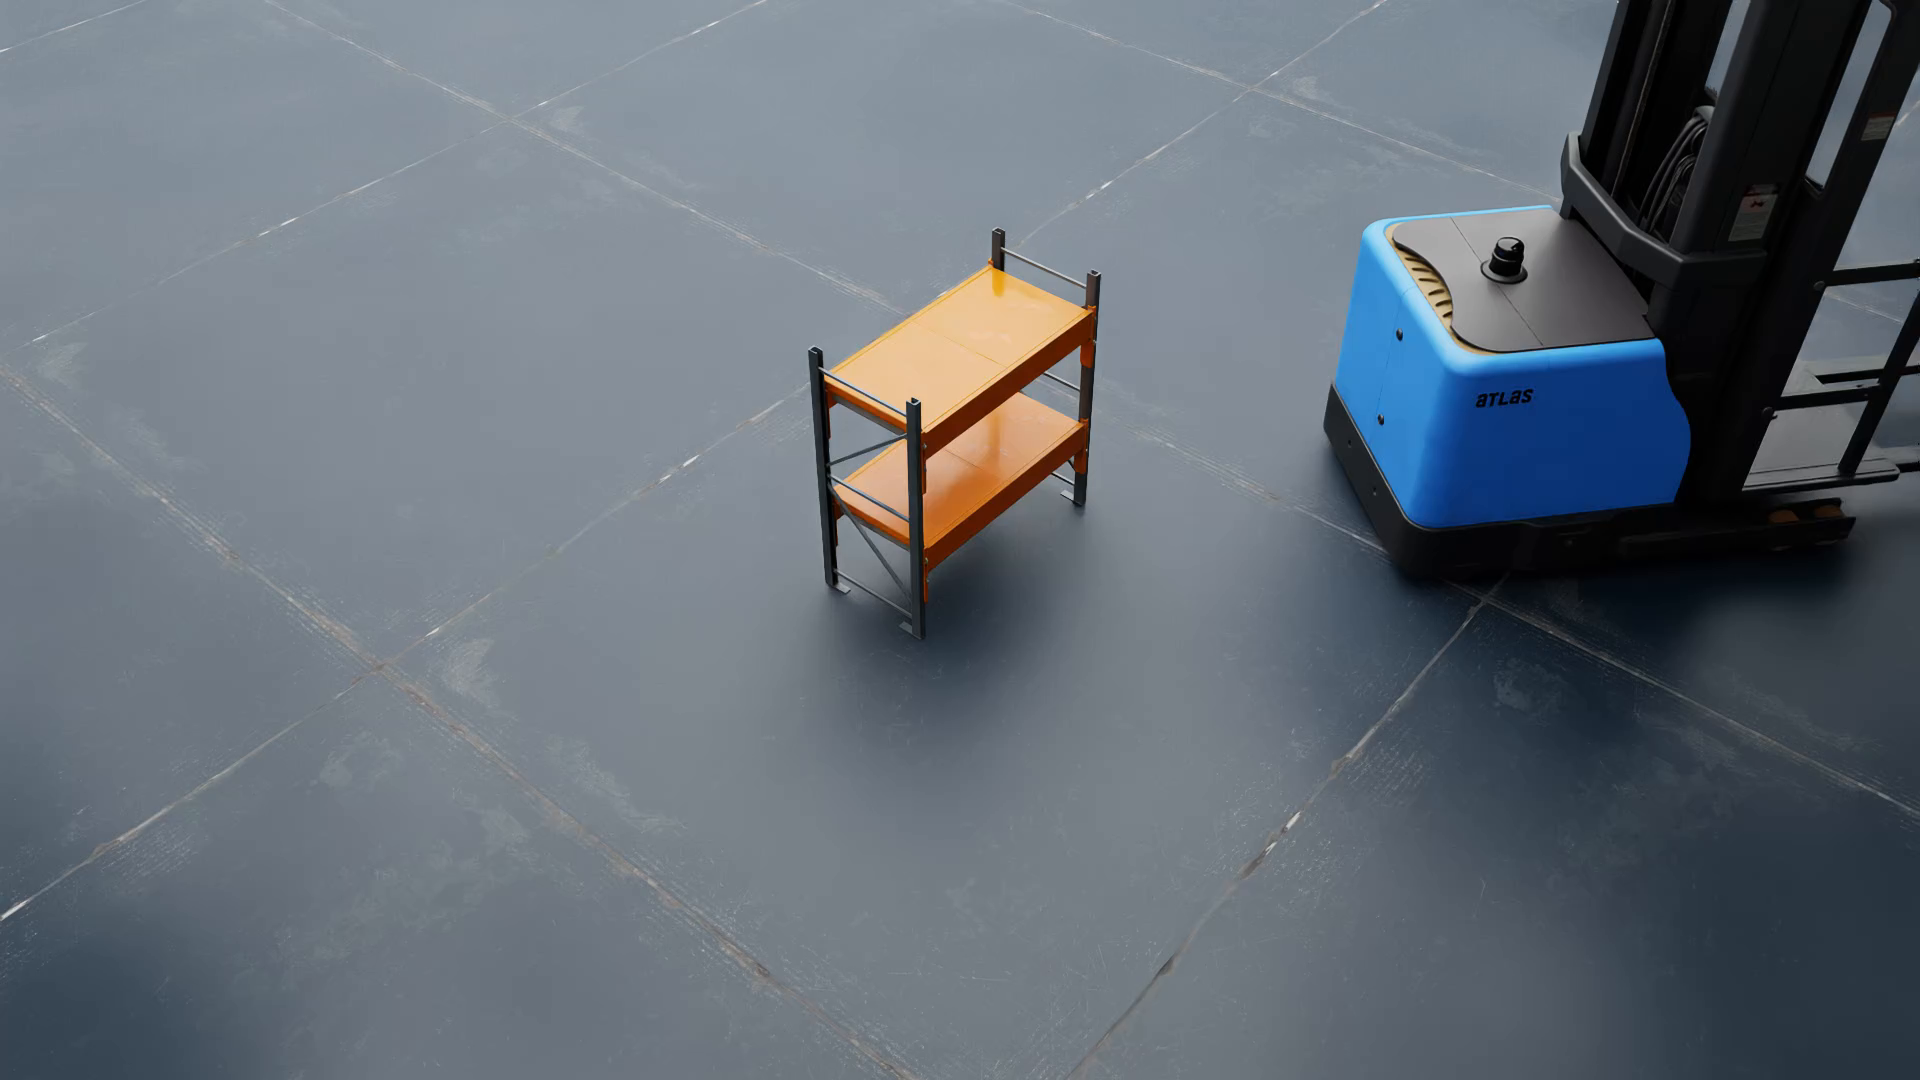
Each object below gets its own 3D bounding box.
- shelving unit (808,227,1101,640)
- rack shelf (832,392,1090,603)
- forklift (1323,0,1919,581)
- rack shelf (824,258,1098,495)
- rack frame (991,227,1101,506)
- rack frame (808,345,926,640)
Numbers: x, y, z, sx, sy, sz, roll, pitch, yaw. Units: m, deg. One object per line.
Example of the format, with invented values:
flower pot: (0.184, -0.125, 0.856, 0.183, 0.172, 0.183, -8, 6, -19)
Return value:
shelving unit: (-0.004, -0.413, 6.368, 0.538, 1.125, 1.048, 29, 50, 28)
rack shelf: (-0.004, -0.232, 6.532, 0.538, 0.278, 1.000, 29, 50, 28)
forklift: (3.131, -1.389, 6.098, 3.031, 2.935, 1.130, -6, 43, -7)
rack shelf: (-0.004, -0.629, 6.171, 0.538, 0.278, 1.000, 29, 50, 28)
rack frame: (0.323, -0.674, 6.656, 0.500, 1.125, 0.032, 29, 50, 28)
rack frame: (-0.332, -0.151, 6.080, 0.500, 1.125, 0.032, 29, 50, 28)
